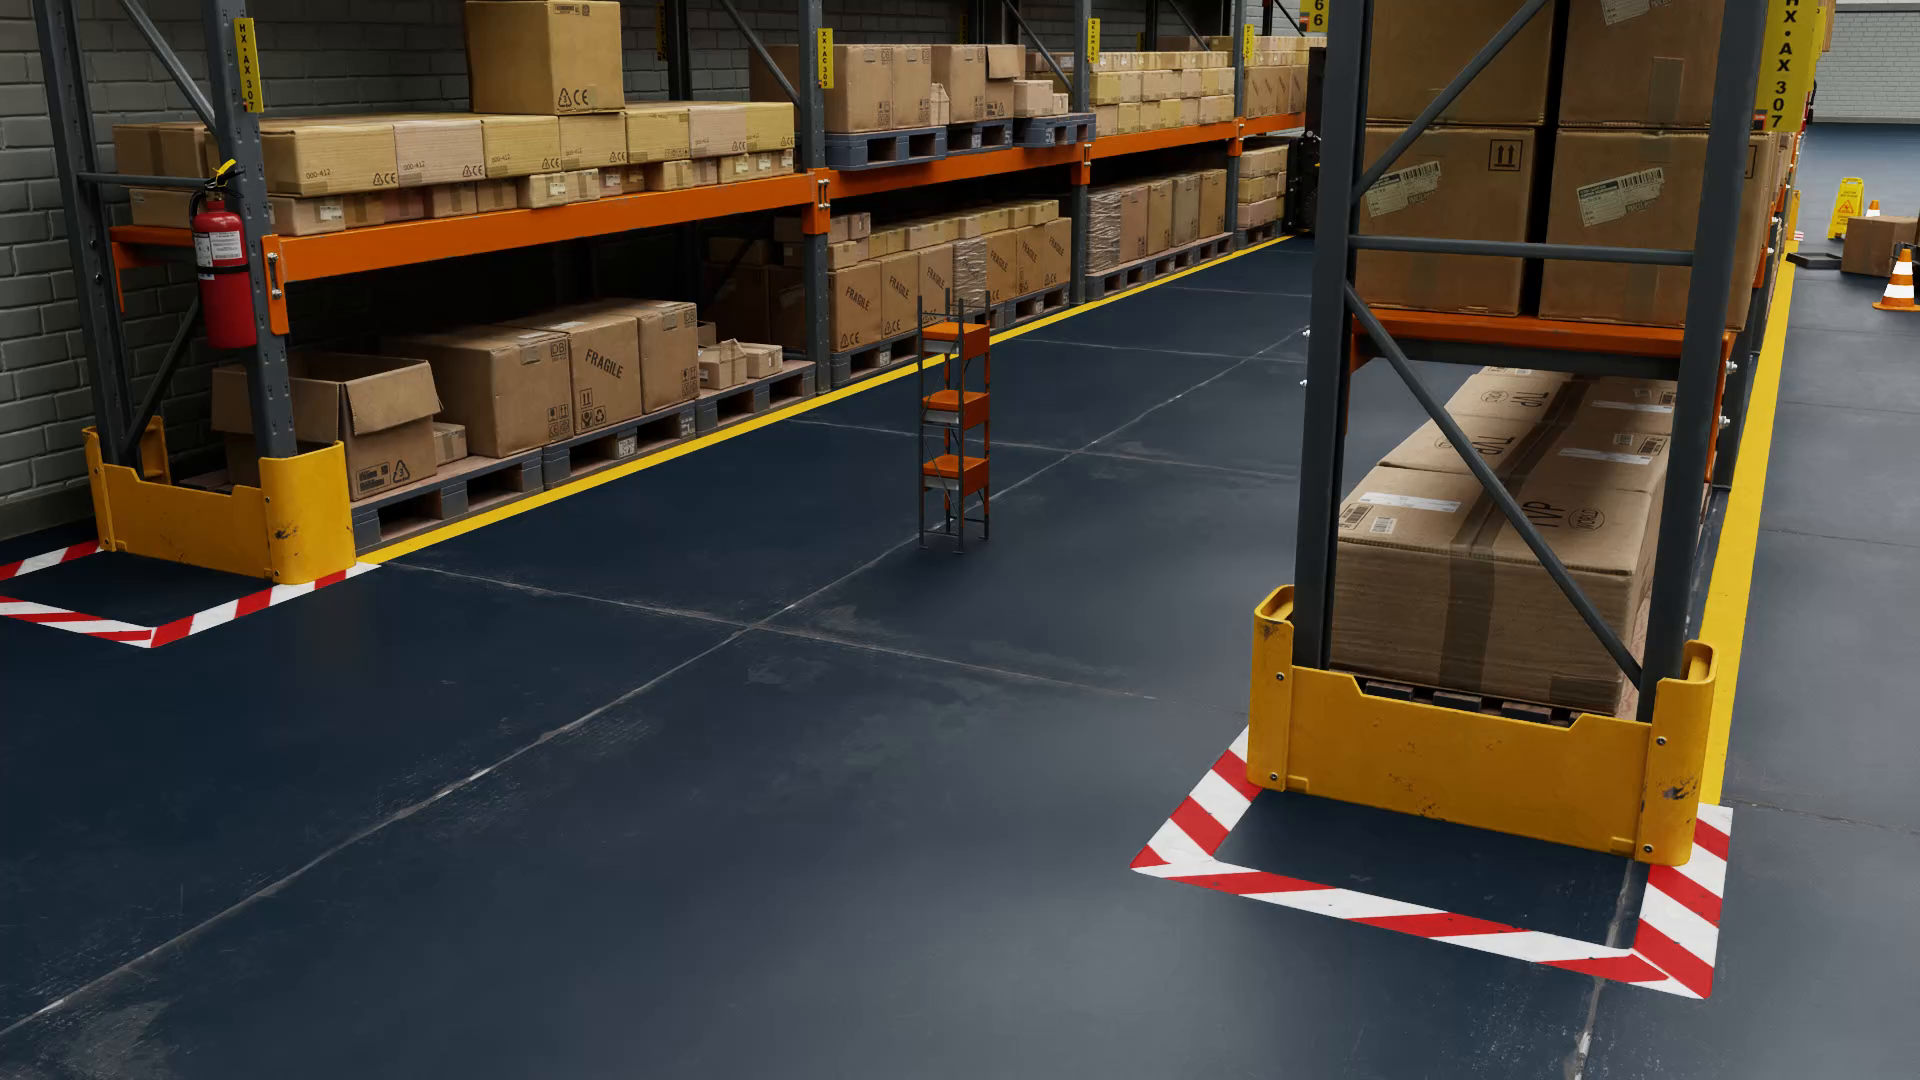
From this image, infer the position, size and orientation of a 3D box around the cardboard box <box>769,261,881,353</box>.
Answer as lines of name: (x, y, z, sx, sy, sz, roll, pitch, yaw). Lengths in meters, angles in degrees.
cardboard box: (-0.835, -1.472, 10.364, 0.500, 0.500, 0.500, 9, 19, 28)

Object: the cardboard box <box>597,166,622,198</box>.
cardboard box: (-1.874, -1.750, 8.088, 0.380, 0.149, 0.250, 8, 18, 25)

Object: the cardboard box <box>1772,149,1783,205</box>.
cardboard box: (3.623, -1.750, 7.912, 0.500, 0.250, 0.500, 8, 18, 24)

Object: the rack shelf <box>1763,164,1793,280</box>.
rack shelf: (4.084, -1.908, 9.444, 1.077, 0.370, 4.000, 8, 18, 25)

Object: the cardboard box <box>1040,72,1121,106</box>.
cardboard box: (0.974, -3.640, 13.395, 0.500, 0.250, 0.500, 8, 18, 25)

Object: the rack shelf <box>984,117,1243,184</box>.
rack shelf: (1.429, -3.558, 14.997, 1.077, 0.370, 4.000, 8, 18, 25)

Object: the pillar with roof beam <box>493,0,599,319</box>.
pillar with roof beam: (1.482, -4.640, 6.840, 9.100, 9.000, 0.400, 8, 18, 25)

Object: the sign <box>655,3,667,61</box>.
sign: (-1.750, -2.999, 9.819, 0.100, 0.325, 0.005, 8, 18, 25)

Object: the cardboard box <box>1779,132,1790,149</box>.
cardboard box: (3.639, -1.988, 7.833, 0.500, 0.250, 0.500, 8, 18, 24)

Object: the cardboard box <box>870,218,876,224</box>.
cardboard box: (-0.805, -2.154, 11.521, 0.380, 0.149, 0.250, 8, 18, 26)

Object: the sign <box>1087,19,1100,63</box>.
sign: (1.025, -3.843, 12.802, 0.100, 0.325, 0.005, 8, 18, 25)

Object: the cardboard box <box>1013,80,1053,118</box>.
cardboard box: (0.353, -3.212, 12.098, 0.500, 0.250, 0.500, 7, 18, 23)

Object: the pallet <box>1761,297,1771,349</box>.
pallet: (5.328, -1.625, 12.123, 1.003, 0.211, 1.213, 8, 18, 25)

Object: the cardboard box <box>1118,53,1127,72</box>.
cardboard box: (1.151, -3.932, 13.681, 0.380, 0.149, 0.250, 9, 19, 27)

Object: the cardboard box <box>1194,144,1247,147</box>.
cardboard box: (2.820, -4.182, 18.173, 0.500, 0.250, 0.500, 8, 18, 26)

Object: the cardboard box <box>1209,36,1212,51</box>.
cardboard box: (2.751, -5.037, 16.878, 0.380, 0.149, 0.250, 8, 19, 26)

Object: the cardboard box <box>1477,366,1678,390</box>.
cardboard box: (2.814, -0.570, 7.439, 0.875, 0.438, 0.875, 8, 18, 25)

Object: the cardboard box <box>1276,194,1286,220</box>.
cardboard box: (3.264, -3.640, 18.104, 0.500, 0.250, 0.500, 8, 19, 26)

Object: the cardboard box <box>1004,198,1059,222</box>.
cardboard box: (0.541, -2.549, 12.851, 0.380, 0.149, 0.250, 7, 18, 23)

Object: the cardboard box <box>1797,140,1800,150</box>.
cardboard box: (8.089, -3.884, 16.468, 0.380, 0.149, 0.250, 9, 19, 28)

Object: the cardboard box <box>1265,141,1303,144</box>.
cardboard box: (3.744, -4.376, 18.824, 0.500, 0.250, 0.500, 8, 18, 26)

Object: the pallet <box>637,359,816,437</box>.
pallet: (-1.560, -0.862, 9.558, 1.003, 0.211, 1.213, 8, 18, 25)

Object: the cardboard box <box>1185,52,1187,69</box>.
cardboard box: (1.824, -4.326, 15.007, 0.380, 0.149, 0.250, 8, 18, 26)

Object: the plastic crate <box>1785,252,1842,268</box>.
plastic crate: (8.200, -2.677, 15.898, 0.402, 0.080, 0.583, 2, 17, 6)

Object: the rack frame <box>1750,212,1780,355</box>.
rack frame: (4.977, -2.762, 11.057, 1.000, 3.000, 0.127, 8, 18, 25)

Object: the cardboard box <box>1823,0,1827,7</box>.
cardboard box: (7.403, -4.663, 15.001, 0.700, 0.500, 0.500, 8, 18, 26)

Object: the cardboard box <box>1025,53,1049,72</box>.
cardboard box: (0.500, -3.860, 13.439, 0.380, 0.149, 0.250, 9, 19, 27)

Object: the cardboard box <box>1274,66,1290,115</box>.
cardboard box: (3.198, -4.804, 17.753, 0.500, 0.500, 0.500, 8, 18, 25)

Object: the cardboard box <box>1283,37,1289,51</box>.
cardboard box: (3.331, -5.361, 17.968, 0.380, 0.149, 0.250, 8, 18, 26)

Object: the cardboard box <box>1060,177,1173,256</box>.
cardboard box: (1.412, -2.952, 15.128, 0.875, 0.625, 0.625, 7, 18, 23)

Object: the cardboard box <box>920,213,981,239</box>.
cardboard box: (-0.076, -2.215, 11.726, 0.380, 0.149, 0.250, 7, 18, 23)

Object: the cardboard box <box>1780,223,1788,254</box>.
cardboard box: (7.270, -2.780, 15.209, 0.500, 0.250, 0.500, 7, 18, 23)

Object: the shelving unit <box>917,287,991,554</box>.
shelving unit: (-0.024, -0.490, 6.829, 0.215, 1.050, 0.252, 8, 18, 25)

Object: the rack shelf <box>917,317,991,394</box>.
rack shelf: (-0.024, -0.752, 6.751, 0.215, 0.259, 0.240, 8, 18, 25)

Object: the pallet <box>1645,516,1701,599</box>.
pallet: (2.236, 0.089, 6.355, 1.003, 0.211, 1.213, 8, 18, 25)

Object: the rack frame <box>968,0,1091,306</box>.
rack frame: (0.535, -3.393, 13.180, 1.000, 3.000, 0.127, 8, 18, 25)

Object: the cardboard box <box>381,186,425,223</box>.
cardboard box: (-2.489, -1.426, 6.997, 0.380, 0.149, 0.250, 8, 18, 25)

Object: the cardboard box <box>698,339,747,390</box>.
cardboard box: (-1.398, -0.995, 9.169, 0.396, 0.266, 0.258, 9, 19, 27)

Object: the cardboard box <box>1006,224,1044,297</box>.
cardboard box: (0.306, -2.135, 12.596, 0.500, 0.500, 0.500, 8, 18, 25)

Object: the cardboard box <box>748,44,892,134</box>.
cardboard box: (-0.836, -2.718, 9.994, 0.700, 0.500, 0.500, 9, 19, 27)

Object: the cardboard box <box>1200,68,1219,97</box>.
cardboard box: (2.108, -4.290, 15.585, 0.500, 0.250, 0.500, 8, 18, 24)

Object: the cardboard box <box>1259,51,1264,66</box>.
cardboard box: (2.906, -4.955, 17.122, 0.380, 0.149, 0.250, 8, 18, 25)

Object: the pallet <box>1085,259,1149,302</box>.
pallet: (0.938, -2.261, 14.266, 1.003, 0.211, 1.213, 8, 18, 25)

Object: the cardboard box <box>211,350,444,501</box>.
cardboard box: (-2.681, -0.504, 7.099, 0.797, 0.503, 0.637, 7, 18, 23)

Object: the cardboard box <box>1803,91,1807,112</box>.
cardboard box: (7.211, -4.048, 14.688, 0.500, 0.500, 0.500, 8, 18, 25)

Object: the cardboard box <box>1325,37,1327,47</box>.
cardboard box: (4.056, -5.747, 19.269, 0.380, 0.149, 0.250, 8, 18, 25)

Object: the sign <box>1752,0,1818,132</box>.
sign: (1.897, -1.106, 3.819, 0.100, 0.325, 0.005, 8, 18, 25)

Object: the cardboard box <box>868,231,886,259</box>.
cardboard box: (-0.695, -1.893, 10.642, 0.380, 0.149, 0.250, 7, 18, 23)

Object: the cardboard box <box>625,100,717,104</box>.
cardboard box: (-1.715, -2.353, 9.419, 0.500, 0.250, 0.500, 8, 18, 25)

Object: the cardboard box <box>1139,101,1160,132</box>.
cardboard box: (1.405, -3.663, 14.351, 0.500, 0.250, 0.500, 7, 18, 24)

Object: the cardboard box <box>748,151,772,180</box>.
cardboard box: (-1.266, -2.071, 9.171, 0.380, 0.149, 0.250, 9, 19, 27)

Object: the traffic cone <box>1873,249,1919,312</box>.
traffic cone: (7.463, -2.071, 13.185, 0.336, 0.463, 0.334, 8, 18, 25)

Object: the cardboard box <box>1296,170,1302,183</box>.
cardboard box: (3.500, -4.002, 18.445, 0.500, 0.250, 0.500, 8, 18, 25)

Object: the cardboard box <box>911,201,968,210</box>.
cardboard box: (-0.159, -2.476, 12.606, 0.380, 0.149, 0.250, 8, 18, 26)

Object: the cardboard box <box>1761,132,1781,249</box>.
cardboard box: (2.775, -1.379, 6.224, 0.500, 0.500, 0.500, 8, 18, 25)

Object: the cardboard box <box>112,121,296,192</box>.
cardboard box: (-3.071, -1.577, 6.806, 0.500, 0.250, 0.500, 9, 19, 27)

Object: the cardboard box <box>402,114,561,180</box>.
cardboard box: (-2.147, -1.765, 7.440, 0.500, 0.250, 0.500, 8, 18, 24)
